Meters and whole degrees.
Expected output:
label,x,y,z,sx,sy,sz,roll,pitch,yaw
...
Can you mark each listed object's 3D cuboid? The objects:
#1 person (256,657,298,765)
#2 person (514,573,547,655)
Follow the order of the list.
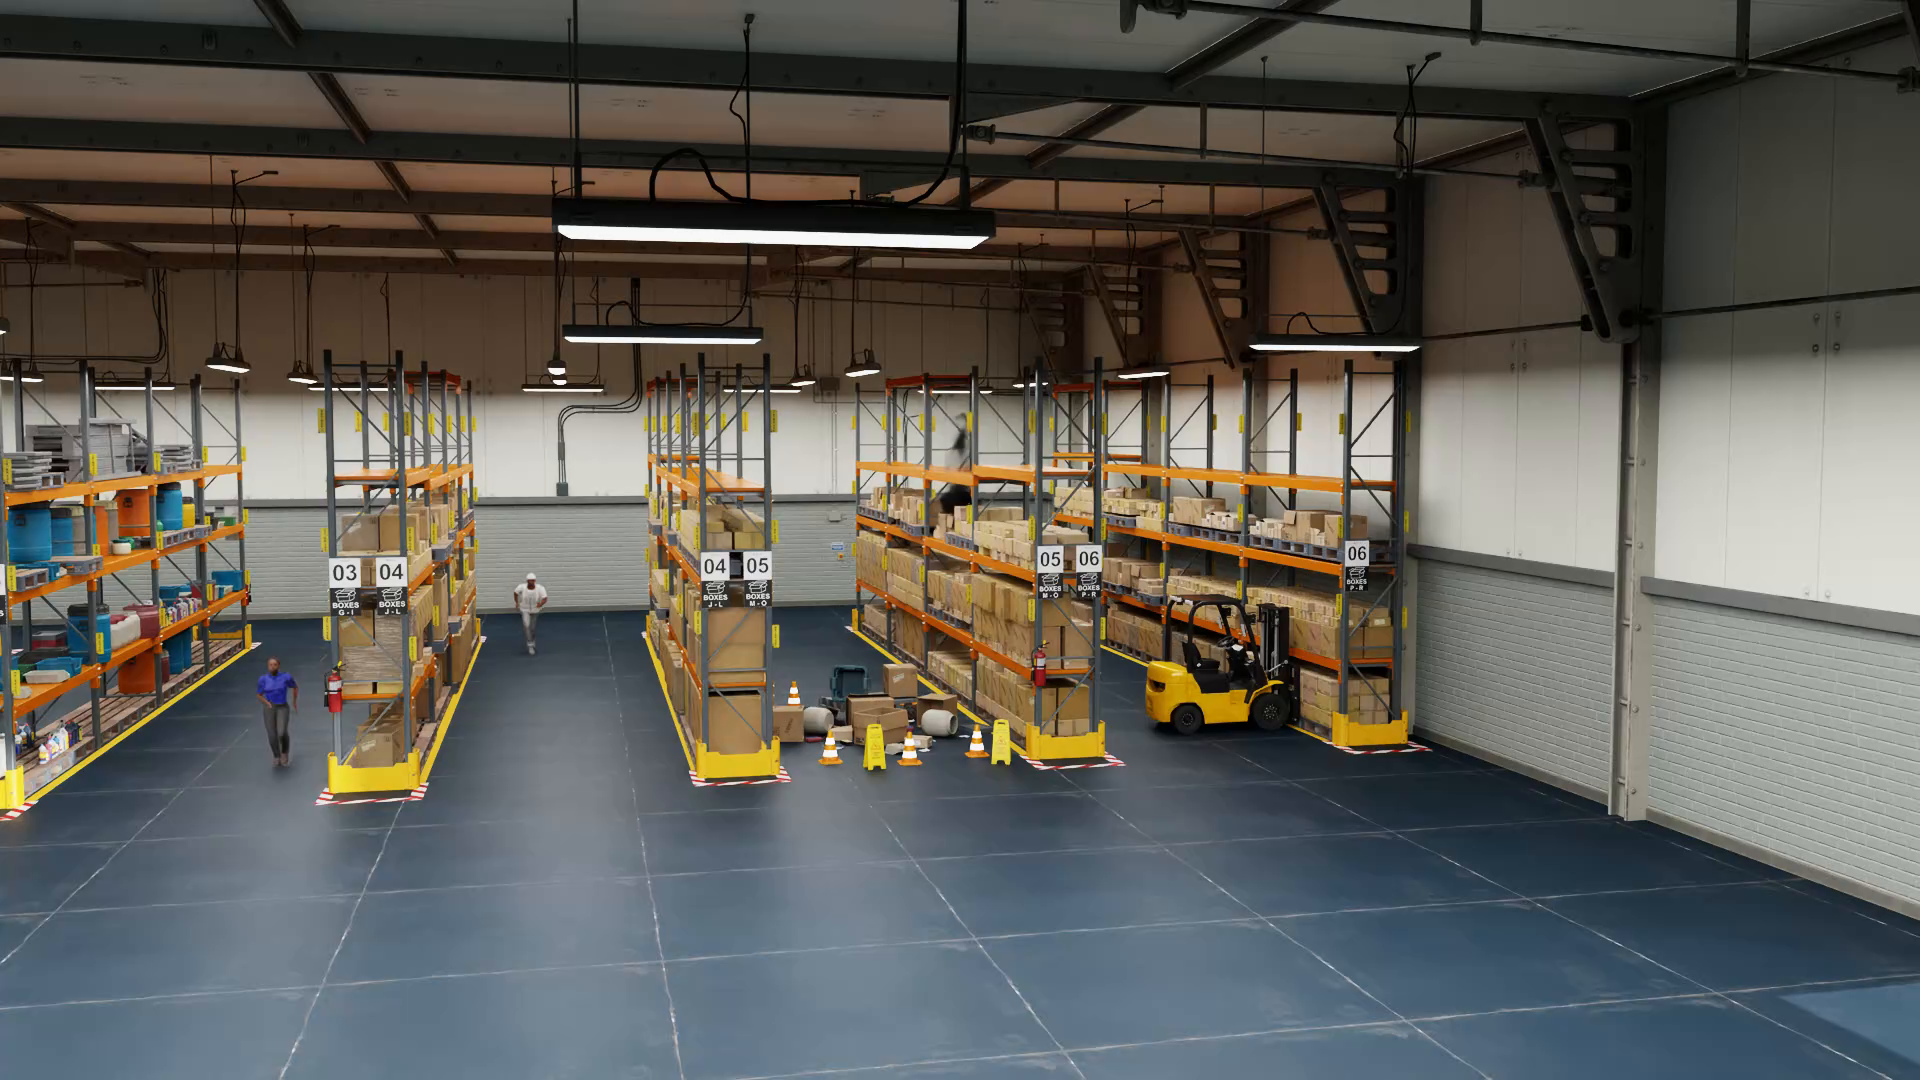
label,x,y,z,sx,sy,sz,roll,pitch,yaw
person,-9.929,2.499,24.176,0.542,1.613,0.720,-1,4,-16
person,-9.427,1.588,36.534,0.702,1.771,0.962,-1,4,-18
